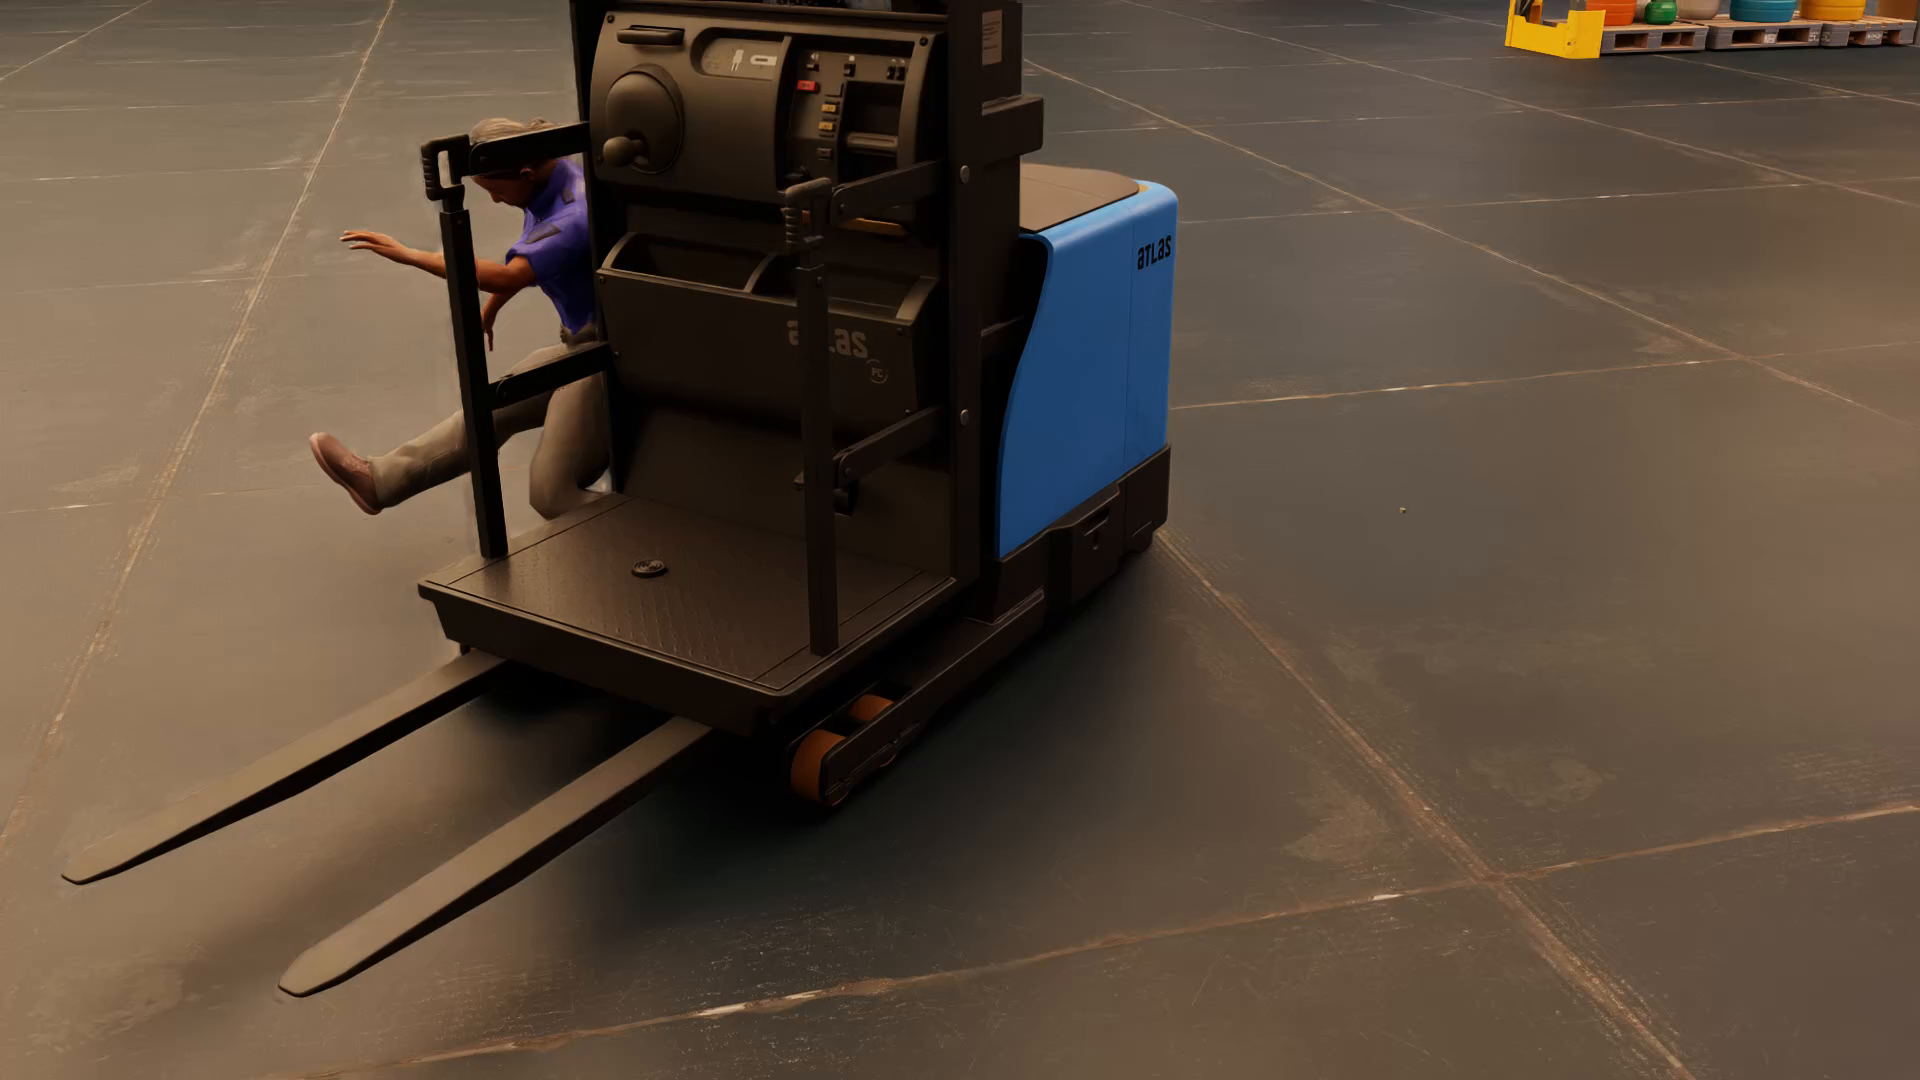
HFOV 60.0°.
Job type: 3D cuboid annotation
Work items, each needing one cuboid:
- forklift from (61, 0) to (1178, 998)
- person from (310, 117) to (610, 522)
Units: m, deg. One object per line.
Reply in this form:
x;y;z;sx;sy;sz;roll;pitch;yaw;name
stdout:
-0.574;-0.969;3.586;1.130;2.935;3.031;14;27;29;forklift
-1.267;-0.480;4.488;1.053;1.296;0.925;-7;24;-15;person
